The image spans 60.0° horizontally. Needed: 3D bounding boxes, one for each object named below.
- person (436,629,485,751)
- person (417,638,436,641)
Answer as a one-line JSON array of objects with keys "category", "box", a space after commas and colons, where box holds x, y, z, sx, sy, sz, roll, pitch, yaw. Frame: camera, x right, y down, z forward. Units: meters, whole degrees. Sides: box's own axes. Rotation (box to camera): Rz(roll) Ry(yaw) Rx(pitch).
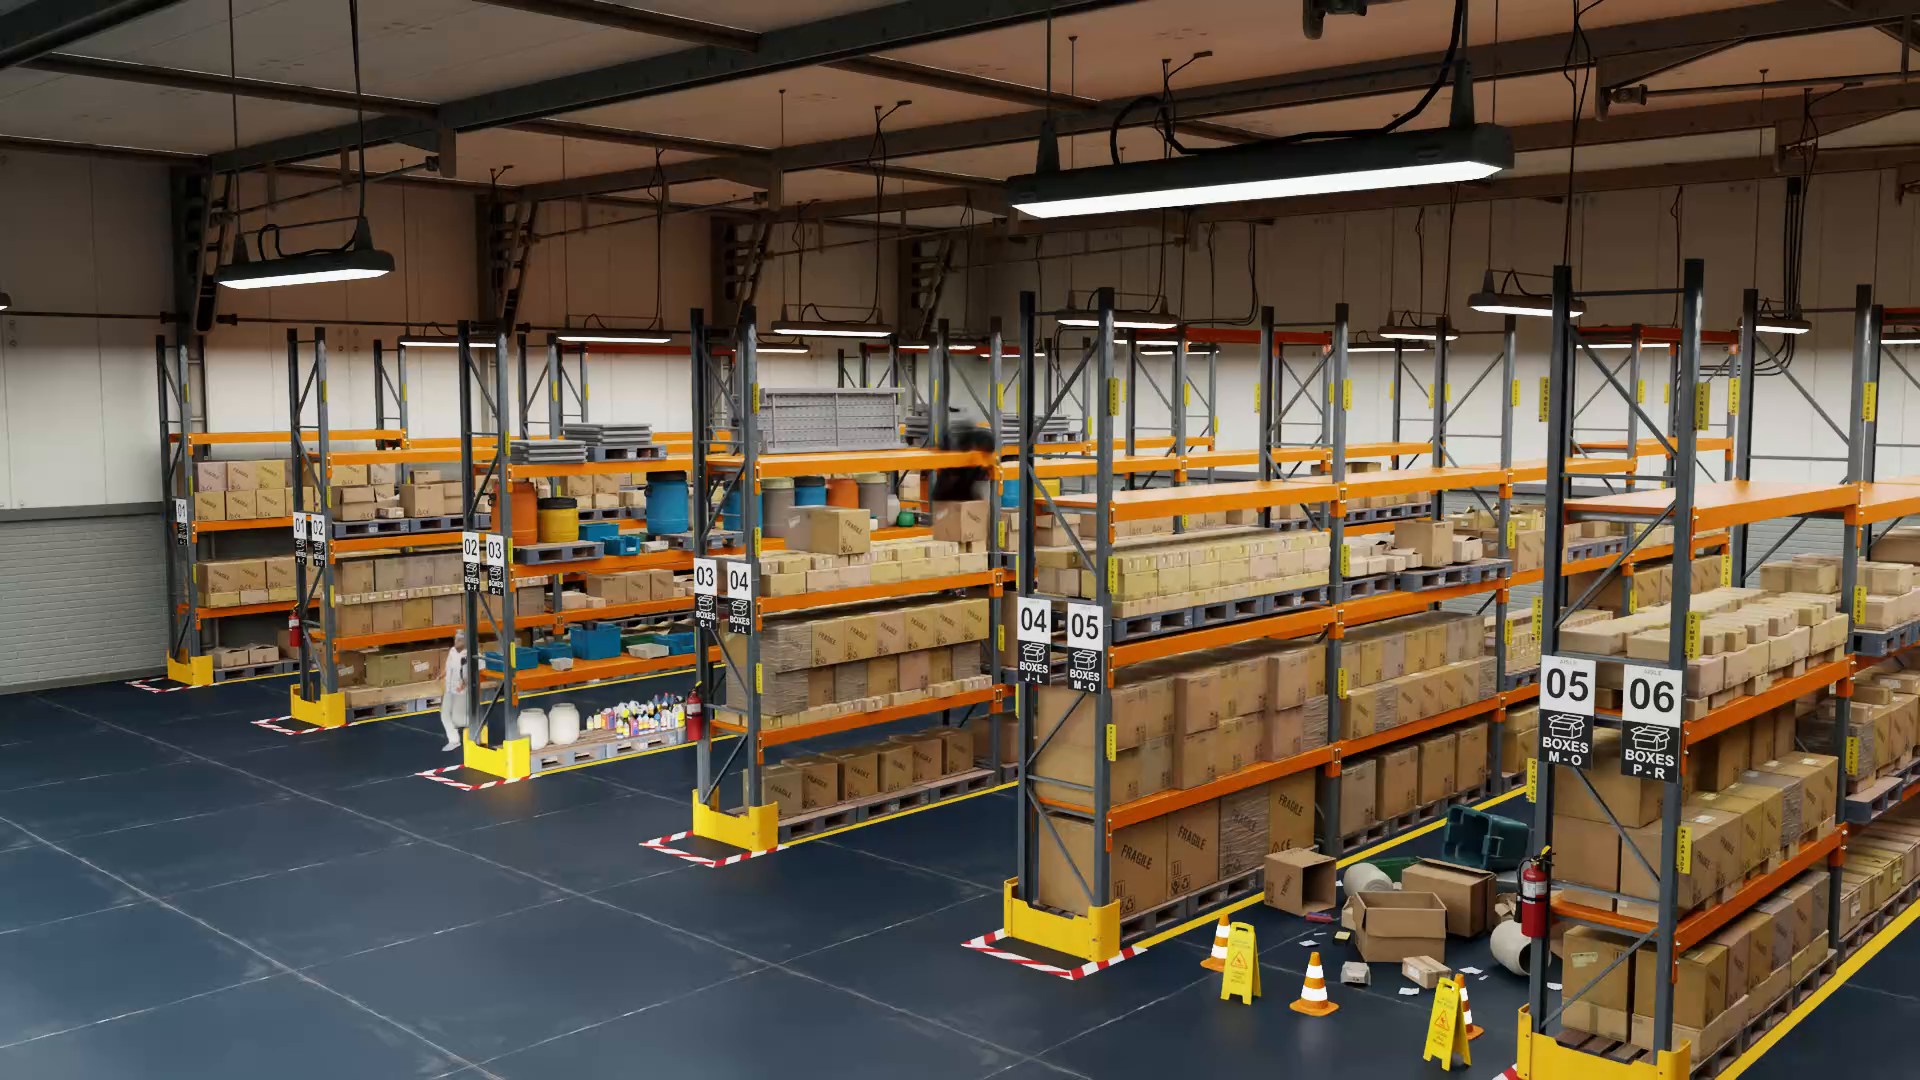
[{"category": "person", "box": [-7.041, 2.110, 23.537, 0.695, 1.740, 0.639, 3, 6, 30]}, {"category": "person", "box": [-9.093, 1.683, 28.480, 0.599, 1.698, 0.833, 5, 7, 44]}]
